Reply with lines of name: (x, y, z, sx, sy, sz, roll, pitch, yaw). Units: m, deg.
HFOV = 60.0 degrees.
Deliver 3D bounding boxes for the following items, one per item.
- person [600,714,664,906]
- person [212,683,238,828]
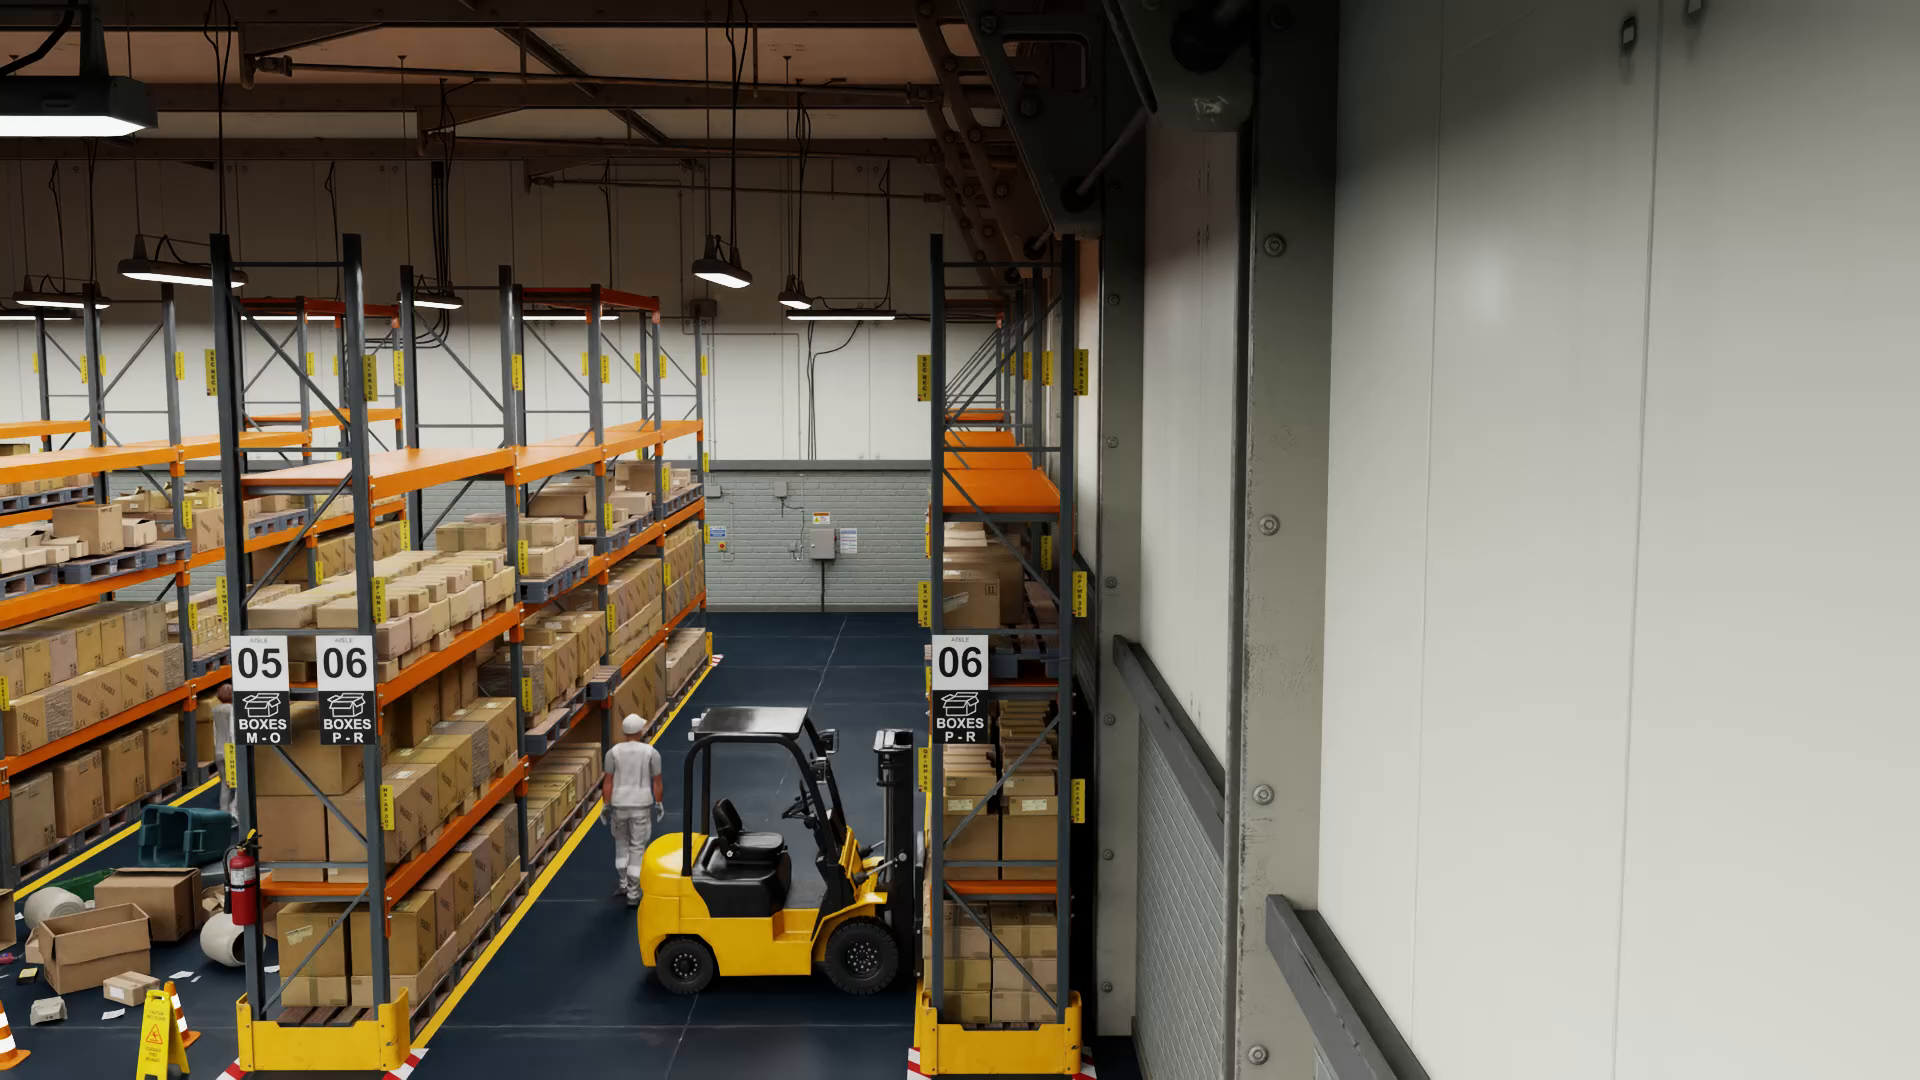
person: (-3.109, 2.561, 15.763, 0.588, 1.826, 0.548, -1, 6, -5)
person: (-7.991, 2.361, 18.205, 0.453, 1.585, 0.441, 1, 6, 6)
